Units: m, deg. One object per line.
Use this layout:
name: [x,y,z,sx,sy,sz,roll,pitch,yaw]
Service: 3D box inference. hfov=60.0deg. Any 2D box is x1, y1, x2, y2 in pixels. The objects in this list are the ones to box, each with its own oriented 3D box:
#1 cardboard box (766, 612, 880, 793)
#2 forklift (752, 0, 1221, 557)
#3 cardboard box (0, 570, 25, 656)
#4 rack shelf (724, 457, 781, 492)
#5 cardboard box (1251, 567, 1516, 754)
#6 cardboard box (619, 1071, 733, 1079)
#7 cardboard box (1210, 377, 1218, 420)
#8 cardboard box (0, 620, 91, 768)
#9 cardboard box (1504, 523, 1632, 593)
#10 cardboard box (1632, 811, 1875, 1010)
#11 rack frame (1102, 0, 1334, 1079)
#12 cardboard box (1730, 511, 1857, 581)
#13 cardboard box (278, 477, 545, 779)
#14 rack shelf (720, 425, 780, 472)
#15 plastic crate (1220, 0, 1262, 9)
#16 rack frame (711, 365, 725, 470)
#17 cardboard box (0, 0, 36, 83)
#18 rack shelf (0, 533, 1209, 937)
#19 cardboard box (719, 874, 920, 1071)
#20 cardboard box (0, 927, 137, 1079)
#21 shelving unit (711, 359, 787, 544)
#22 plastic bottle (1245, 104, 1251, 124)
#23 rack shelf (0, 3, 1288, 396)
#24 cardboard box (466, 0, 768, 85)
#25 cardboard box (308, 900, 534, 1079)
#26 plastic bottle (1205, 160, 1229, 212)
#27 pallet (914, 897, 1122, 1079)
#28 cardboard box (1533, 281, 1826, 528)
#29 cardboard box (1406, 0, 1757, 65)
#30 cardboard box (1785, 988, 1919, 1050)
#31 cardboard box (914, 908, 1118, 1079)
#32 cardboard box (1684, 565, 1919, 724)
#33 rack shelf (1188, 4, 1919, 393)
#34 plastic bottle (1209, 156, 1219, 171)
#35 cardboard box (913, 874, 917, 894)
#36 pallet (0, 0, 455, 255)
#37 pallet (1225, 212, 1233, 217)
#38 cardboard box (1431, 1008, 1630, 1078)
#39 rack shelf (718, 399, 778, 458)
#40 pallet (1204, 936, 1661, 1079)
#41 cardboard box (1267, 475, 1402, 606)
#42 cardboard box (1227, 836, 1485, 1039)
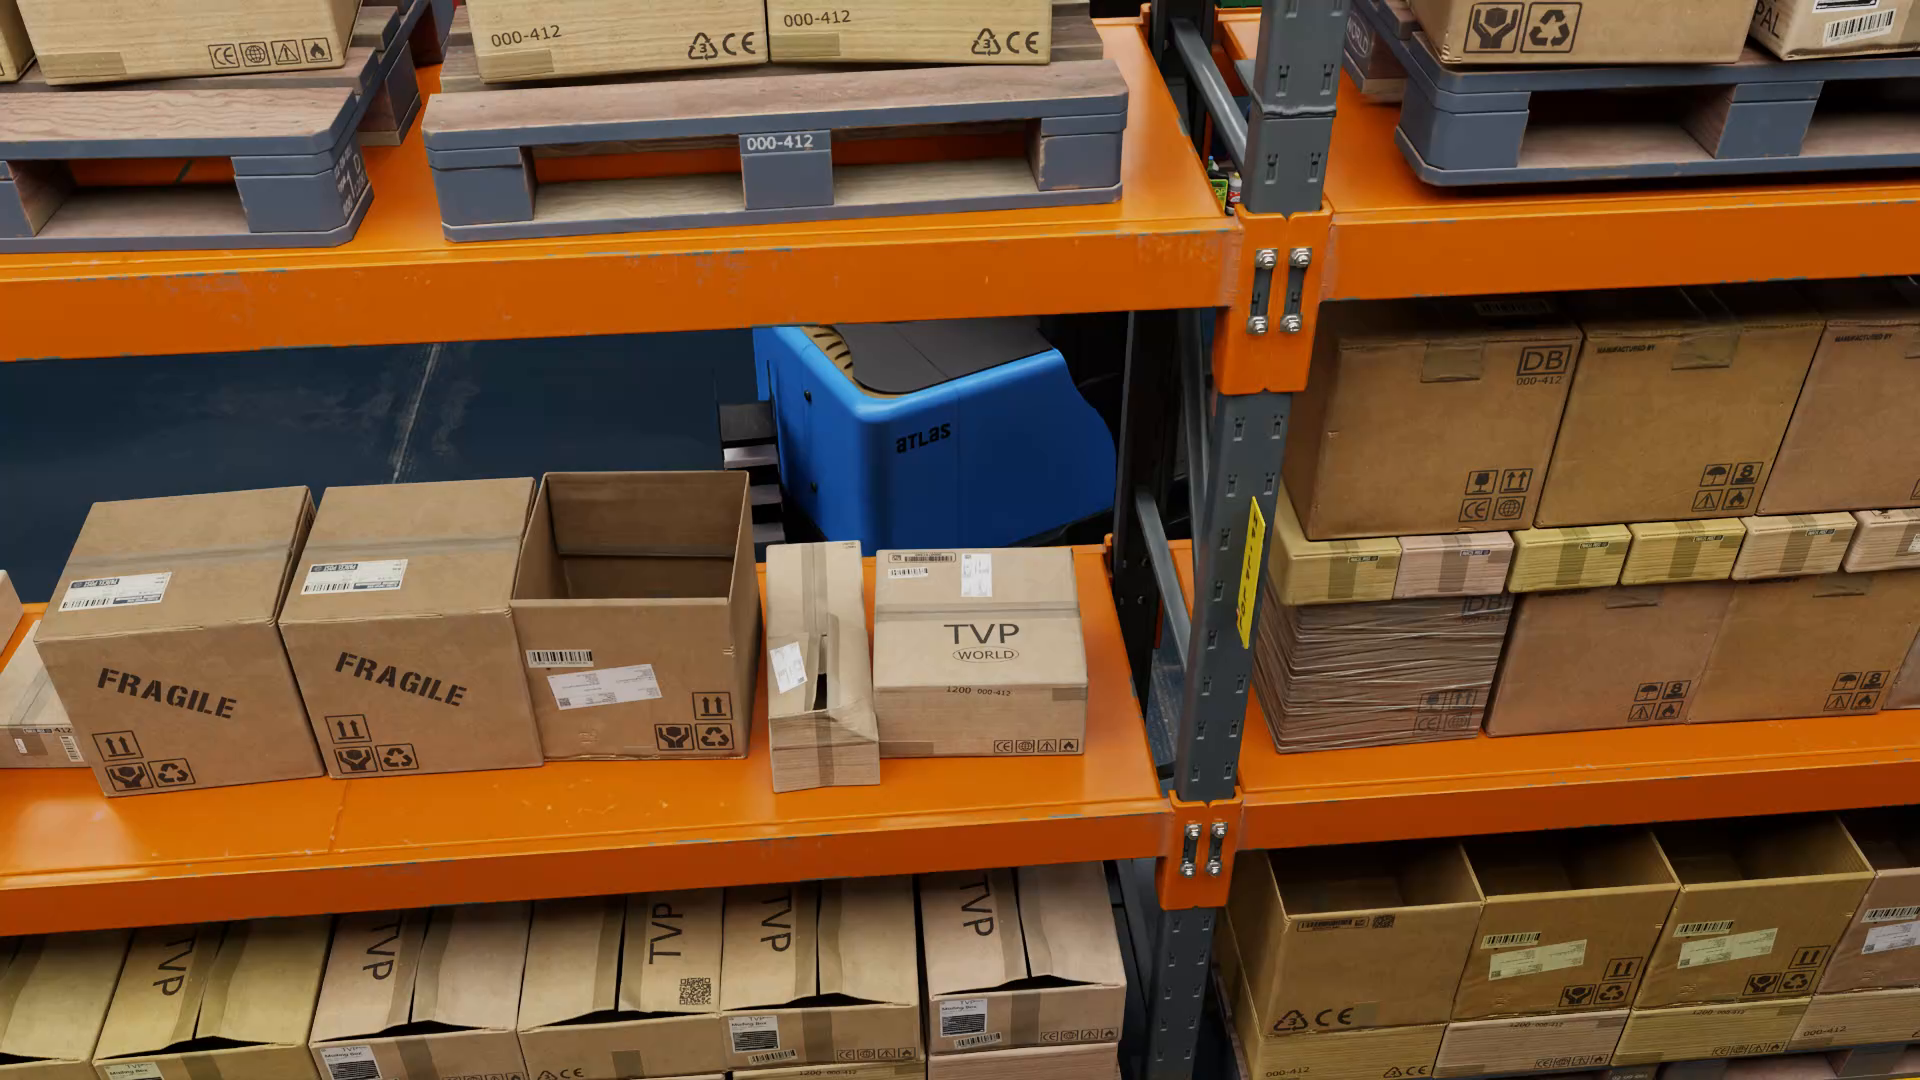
cardboard box: [-0.330,0.372,3.966,0.258,0.266,0.396,-4,38,-5]
forklift: [0.734,-1.450,6.222,3.031,2.935,1.130,-20,42,-23]
cardboard box: [-2.584,0.256,4.207,0.250,0.149,0.380,-3,38,-4]
rack shelf: [-0.789,-0.274,6.279,0.200,0.077,0.258,-6,39,-8]
cardboard box: [0.971,0.090,4.134,0.500,0.500,0.700,-4,38,-5]
cardboard box: [-0.872,1.328,4.525,0.500,0.250,0.500,-2,38,-3]
cardboard box: [0.781,-0.284,4.084,0.250,0.149,0.380,-3,38,-4]
cardboard box: [-2.190,0.371,4.061,0.250,0.149,0.380,0,38,-1]
cardboard box: [1.321,-0.061,3.801,0.250,0.149,0.380,-4,38,-5]
cardboard box: [2.015,0.890,4.475,0.500,0.500,0.500,-3,38,-4]
rack frame: [0.529,0.157,4.129,0.127,3.000,1.000,-3,38,-4]
cardboard box: [1.831,-0.089,3.836,0.250,0.149,0.380,-4,38,-5]
cardboard box: [-1.261,0.206,3.986,0.500,0.500,0.500,-3,38,-4]
rack shelf: [-0.789,-0.345,6.223,0.200,0.077,0.258,-6,39,-8]
plastic crate: [1.471,-2.716,7.942,0.662,0.188,0.450,-3,38,-4]
rack frame: [-0.889,-0.218,6.300,0.006,0.900,0.240,-6,39,-8]
cardboard box: [-1.917,-1.031,2.995,0.500,0.250,0.500,-4,38,-5]
rack shelf: [-1.463,0.549,4.213,4.000,0.370,1.077,-3,38,-4]
cardboard box: [-0.367,1.083,4.384,0.500,0.311,0.500,-2,38,-3]
cardboard box: [-2.385,1.190,4.249,0.500,0.311,0.500,-4,38,-5]
shelving unit: [-0.789,-0.230,6.314,0.210,0.900,0.258,-6,39,-8]
plastic bottle: [1.602,-2.278,9.062,0.097,0.271,0.097,0,38,0]
rack shelf: [-1.463,-0.628,3.284,4.000,0.370,1.077,-3,38,-4]
cardboard box: [-0.632,-1.067,3.041,0.500,0.250,0.500,-7,39,-8]
cardboard box: [-1.365,1.134,4.319,0.500,0.311,0.500,-4,38,-5]
plastic bottle: [1.291,-1.787,8.431,0.133,0.283,0.061,-2,38,-2]
pallet: [-0.201,1.316,4.911,1.213,0.211,1.003,-3,38,-4]
cardboard box: [1.474,-0.448,3.768,0.500,0.500,0.700,-3,38,-4]
cardboard box: [1.054,-1.144,2.824,0.500,0.500,0.500,0,38,0]
cardboard box: [2.512,1.154,4.747,0.500,0.250,0.500,-3,38,-4]
cardboard box: [0.142,1.273,4.595,0.500,0.250,0.500,-3,38,-4]
cardboard box: [1.995,0.032,4.207,0.500,0.500,0.700,-3,38,-3]
rack shelf: [2.521,-0.848,3.562,4.000,0.370,1.077,-3,38,-4]
plastic bottle: [1.266,-1.830,8.496,0.097,0.271,0.097,0,38,0]
cardboard box: [0.095,0.721,4.843,0.500,0.311,0.500,-3,38,-4]
pallet: [-1.673,-0.882,3.177,1.213,0.211,1.003,-1,38,-2]
pallet: [0.767,-1.816,8.881,1.213,0.211,1.003,-3,38,-4]
cardboard box: [1.516,1.209,4.677,0.500,0.250,0.500,-3,38,-4]
rack shelf: [-0.789,-0.415,6.167,0.200,0.077,0.258,-6,39,-8]
pallet: [1.325,1.234,5.015,1.213,0.211,1.003,-3,38,-4]
cardboard box: [0.814,-0.032,3.764,0.250,0.149,0.380,-3,38,-4]
cardboard box: [1.019,0.945,4.406,0.500,0.500,0.500,-3,38,-4]
